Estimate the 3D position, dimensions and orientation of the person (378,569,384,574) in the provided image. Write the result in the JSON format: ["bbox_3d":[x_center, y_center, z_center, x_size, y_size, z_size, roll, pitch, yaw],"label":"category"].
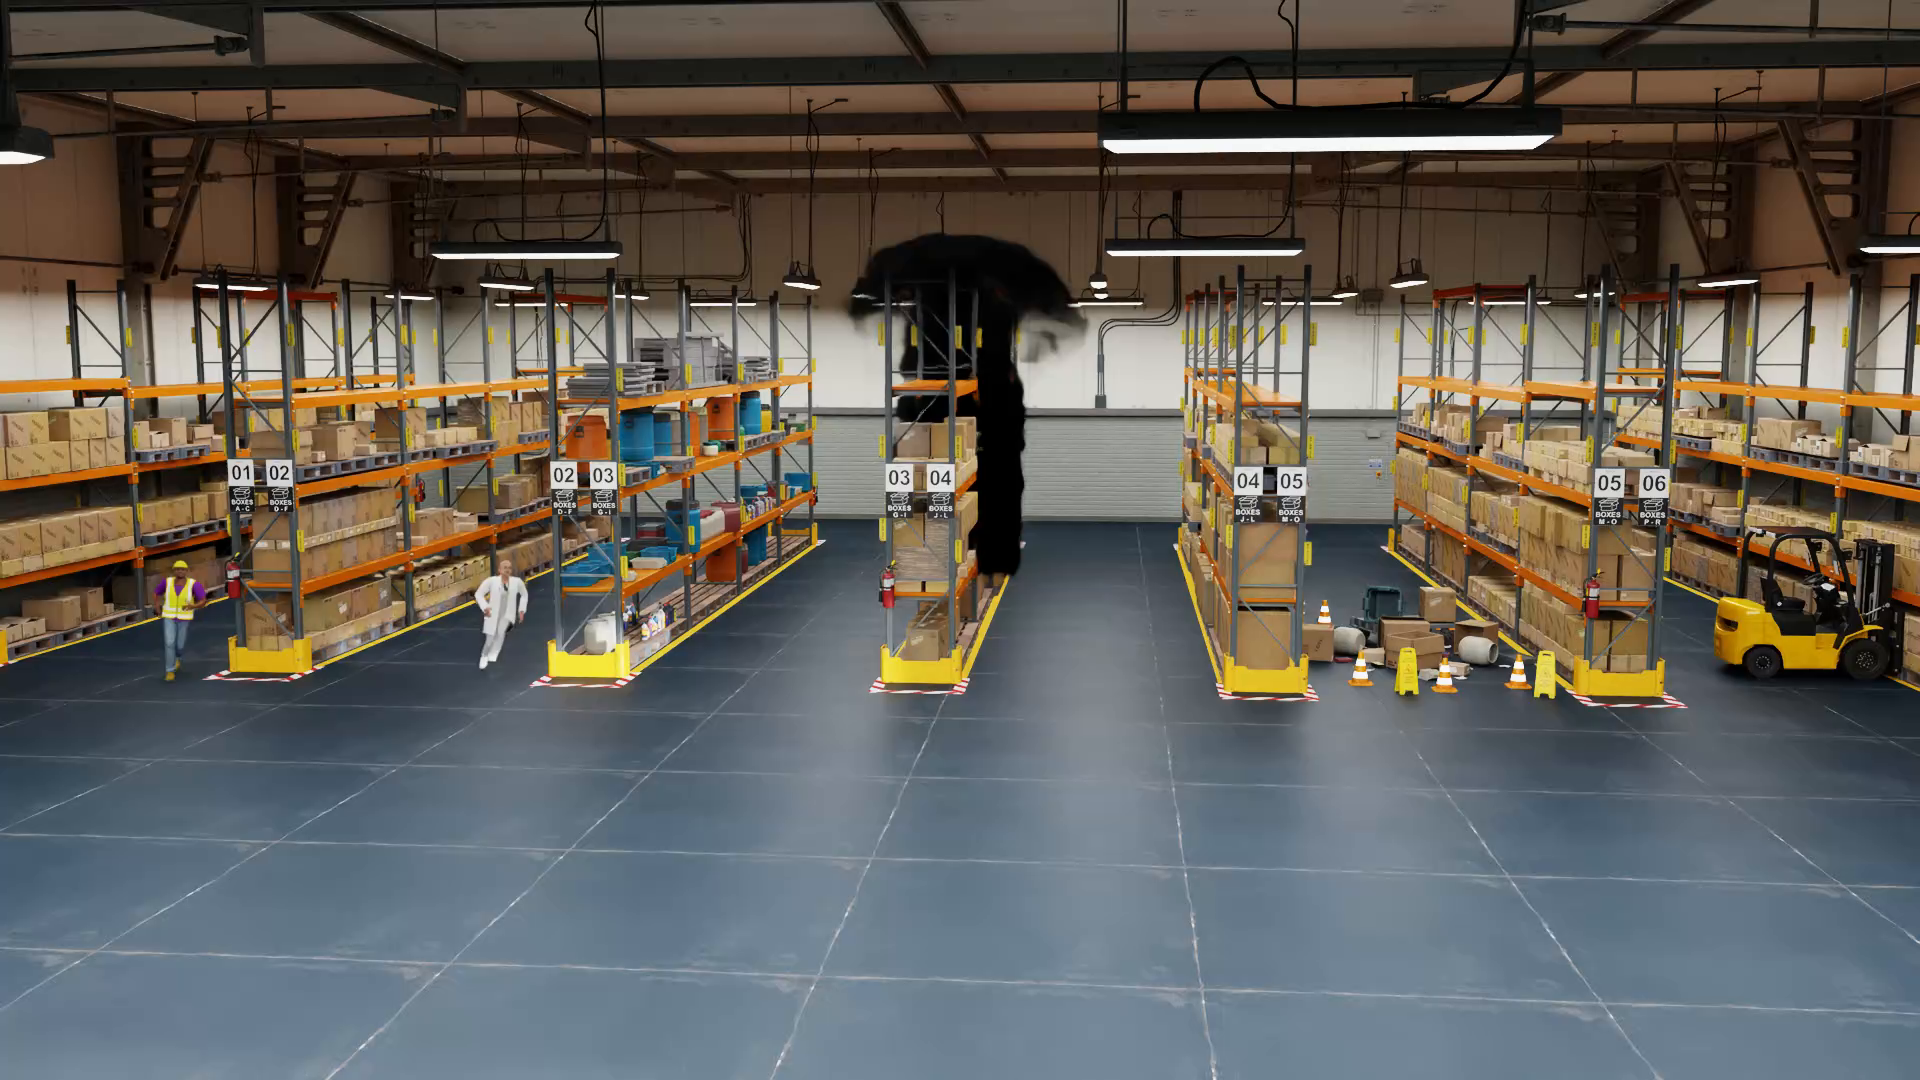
[{"bbox_3d":[-11.849,0.102,33.445,0.663,1.701,0.780,-1,7,-5],"label":"person"}]

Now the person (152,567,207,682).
[{"bbox_3d":[-11.575,1.185,24.692,0.745,1.713,0.852,-2,7,-20],"label":"person"}]

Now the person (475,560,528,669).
[{"bbox_3d":[-6.761,1.165,24.607,0.773,1.551,0.923,-2,7,-20],"label":"person"}]
